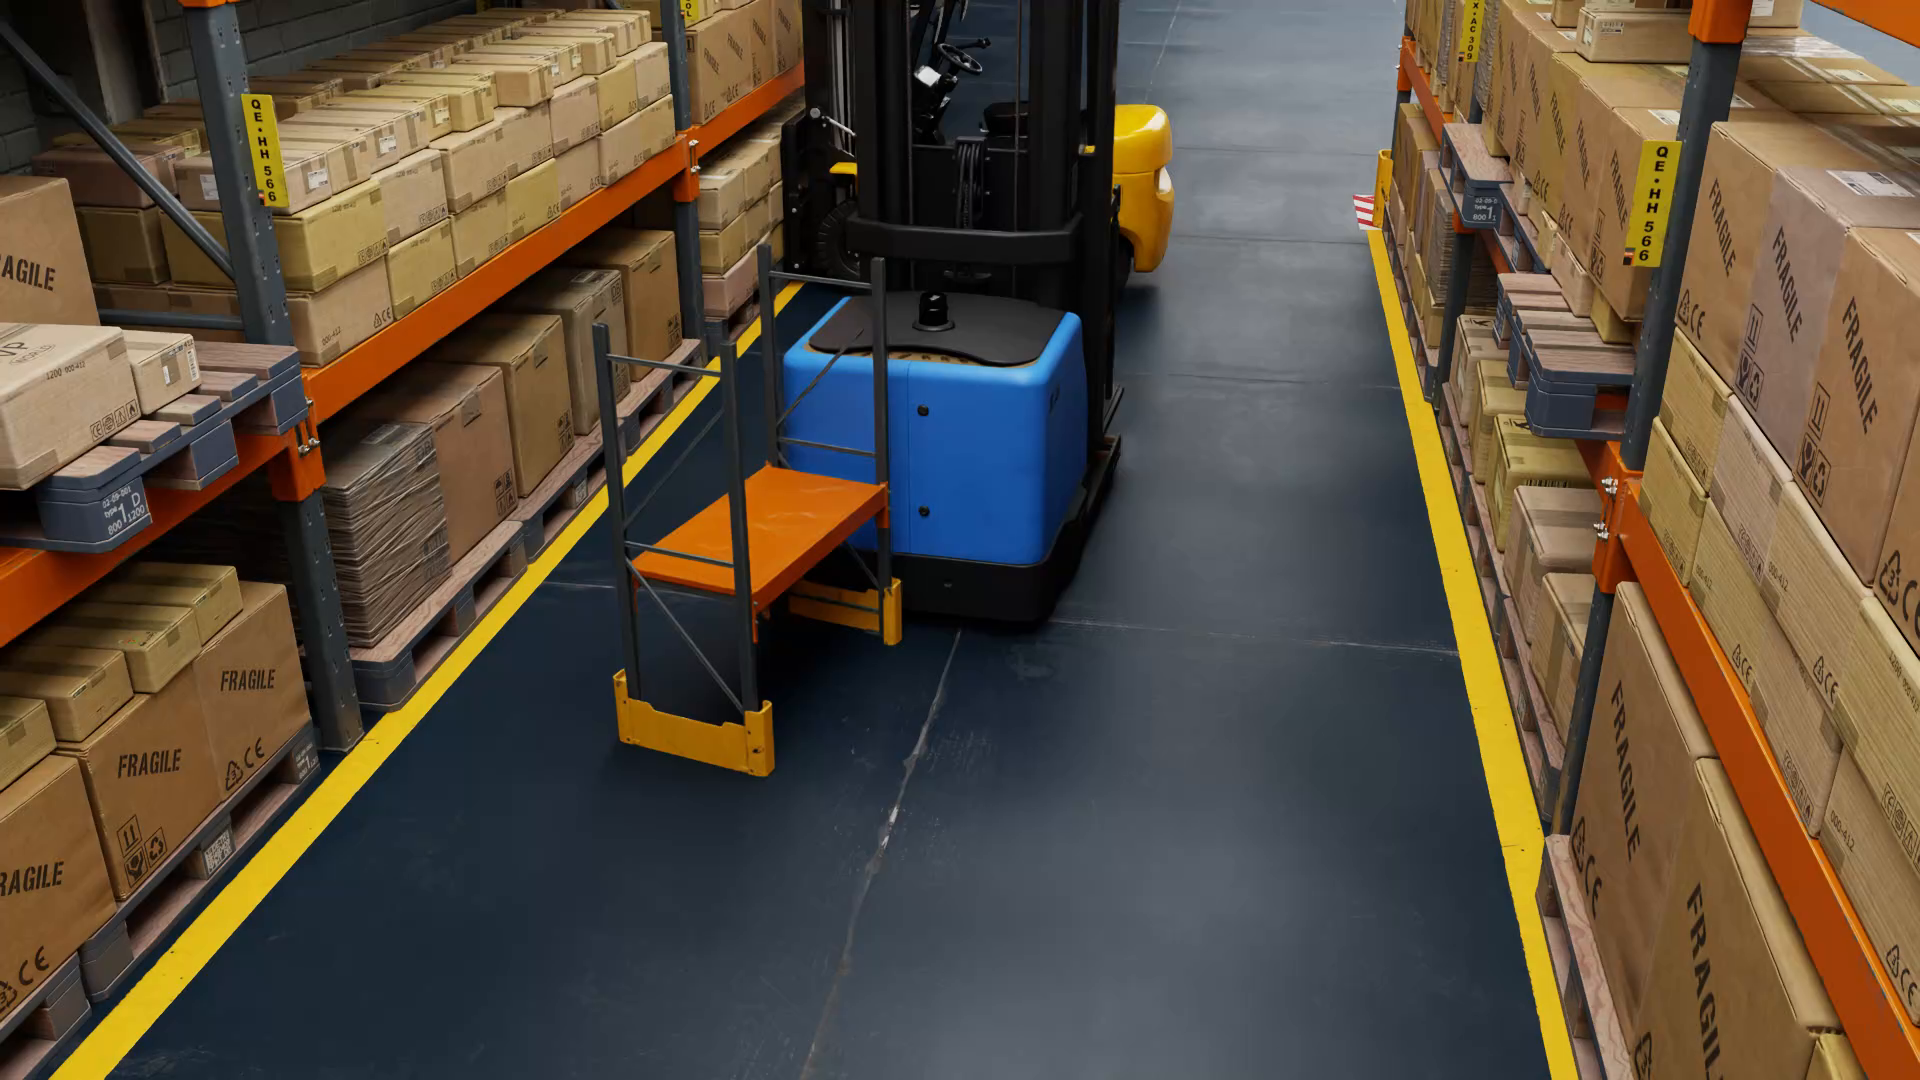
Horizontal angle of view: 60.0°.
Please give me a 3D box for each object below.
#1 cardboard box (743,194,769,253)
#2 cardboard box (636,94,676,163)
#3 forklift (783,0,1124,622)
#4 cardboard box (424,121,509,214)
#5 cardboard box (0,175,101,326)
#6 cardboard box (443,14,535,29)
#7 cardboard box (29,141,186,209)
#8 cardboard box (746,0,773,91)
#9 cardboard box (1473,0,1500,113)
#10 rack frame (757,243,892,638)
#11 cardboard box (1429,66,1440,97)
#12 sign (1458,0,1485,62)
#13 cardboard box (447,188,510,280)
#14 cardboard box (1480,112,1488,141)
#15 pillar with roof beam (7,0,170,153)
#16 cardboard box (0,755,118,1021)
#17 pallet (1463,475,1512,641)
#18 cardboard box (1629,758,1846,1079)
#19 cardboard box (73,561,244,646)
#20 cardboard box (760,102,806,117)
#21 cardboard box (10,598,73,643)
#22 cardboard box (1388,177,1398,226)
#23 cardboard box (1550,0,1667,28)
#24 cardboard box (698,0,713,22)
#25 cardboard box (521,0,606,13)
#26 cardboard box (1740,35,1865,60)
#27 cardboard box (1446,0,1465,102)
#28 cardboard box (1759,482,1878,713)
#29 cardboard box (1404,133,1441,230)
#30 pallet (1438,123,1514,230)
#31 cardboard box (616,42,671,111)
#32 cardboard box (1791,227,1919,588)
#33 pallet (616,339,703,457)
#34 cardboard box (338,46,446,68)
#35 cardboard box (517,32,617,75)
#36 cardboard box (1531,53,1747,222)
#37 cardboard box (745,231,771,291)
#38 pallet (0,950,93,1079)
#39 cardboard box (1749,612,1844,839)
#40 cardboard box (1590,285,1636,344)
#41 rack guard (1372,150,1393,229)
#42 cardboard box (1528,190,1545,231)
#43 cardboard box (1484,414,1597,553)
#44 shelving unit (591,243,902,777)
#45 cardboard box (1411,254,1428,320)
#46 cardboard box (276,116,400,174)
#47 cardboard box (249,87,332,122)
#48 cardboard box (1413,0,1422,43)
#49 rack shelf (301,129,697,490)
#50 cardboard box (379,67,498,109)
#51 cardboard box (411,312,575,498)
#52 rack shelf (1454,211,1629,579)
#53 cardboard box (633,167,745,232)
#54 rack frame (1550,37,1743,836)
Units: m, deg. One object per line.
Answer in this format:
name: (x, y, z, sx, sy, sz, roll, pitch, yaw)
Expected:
cardboard box: (-1.457, -1.920, 9.973, 0.500, 0.250, 0.500, 4, 25, 8)
cardboard box: (-1.745, -2.061, 8.291, 0.500, 0.250, 0.500, 5, 25, 10)
forklift: (0.155, -1.612, 7.236, 1.130, 2.935, 3.031, 6, 26, 12)
cardboard box: (-2.075, -1.439, 6.372, 0.500, 0.250, 0.500, 3, 25, 7)
cardboard box: (-2.813, -0.715, 4.627, 0.500, 0.500, 0.500, 5, 26, 11)
cardboard box: (-2.285, -2.456, 8.075, 0.380, 0.149, 0.250, 3, 25, 7)
cardboard box: (-2.721, -1.174, 5.336, 0.380, 0.149, 0.250, 5, 26, 10)
cardboard box: (-1.440, -3.001, 10.005, 0.500, 0.500, 0.500, 4, 25, 8)
cardboard box: (2.617, -2.209, 7.467, 0.500, 0.500, 0.500, 5, 25, 10)
rack frame: (-0.495, -0.343, 6.214, 0.500, 1.500, 0.032, 11, 27, 21)
cardboard box: (2.969, -2.697, 9.770, 0.380, 0.149, 0.250, 4, 25, 9)
sign: (2.440, -2.442, 7.907, 0.100, 0.325, 0.005, 4, 25, 9)
cardboard box: (-2.097, -1.211, 6.476, 0.500, 0.250, 0.500, 3, 25, 7)
cardboard box: (2.575, -1.882, 7.534, 0.380, 0.149, 0.250, 4, 25, 9)
pillar with roof beam: (0.997, -3.711, 4.563, 9.100, 9.000, 0.400, 4, 25, 9)
cardboard box: (-2.607, 0.877, 4.292, 0.500, 0.500, 0.500, 5, 26, 11)
pallet: (2.654, 0.085, 6.819, 1.003, 0.211, 1.213, 4, 25, 9)
cardboard box: (1.978, 1.086, 3.403, 0.875, 0.875, 0.875, 4, 25, 9)
cardboard box: (-2.405, 0.188, 4.999, 0.380, 0.149, 0.250, 3, 25, 6)
cardboard box: (-1.185, -2.788, 11.237, 0.500, 0.250, 0.500, 4, 25, 9)
cardboard box: (-2.920, 0.414, 5.280, 0.500, 0.500, 0.500, 5, 26, 10)
cardboard box: (3.226, -2.315, 11.405, 0.500, 0.250, 0.500, 4, 25, 8)
cardboard box: (2.475, -2.045, 6.352, 0.380, 0.149, 0.250, 5, 26, 11)
cardboard box: (-1.568, -2.920, 9.067, 0.380, 0.149, 0.250, 5, 25, 10)
cardboard box: (-2.122, -2.849, 8.915, 0.380, 0.149, 0.250, 4, 25, 8)
cardboard box: (2.873, -1.534, 6.025, 0.500, 0.500, 0.500, 3, 25, 7)
cardboard box: (2.881, -2.614, 8.827, 0.500, 0.500, 0.500, 5, 26, 10)
cardboard box: (1.817, 0.118, 3.047, 0.500, 0.250, 0.500, 4, 25, 8)
cardboard box: (3.051, -2.216, 10.310, 0.500, 0.500, 0.500, 5, 25, 10)
pallet: (2.708, -1.619, 7.396, 1.003, 0.211, 1.213, 4, 25, 9)
cardboard box: (-1.749, -2.293, 8.197, 0.500, 0.250, 0.500, 3, 25, 7)
cardboard box: (1.830, -0.227, 2.900, 0.500, 0.500, 0.500, 5, 25, 10)
pallet: (-2.003, -0.784, 8.675, 1.003, 0.211, 1.213, 4, 25, 9)
cardboard box: (-2.450, -2.035, 7.176, 0.380, 0.149, 0.250, 4, 25, 8)
cardboard box: (-1.786, -2.211, 7.552, 0.380, 0.149, 0.250, 3, 25, 7)
cardboard box: (2.278, -1.350, 5.631, 0.500, 0.500, 0.500, 2, 25, 5)
cardboard box: (-1.447, -1.695, 10.081, 0.500, 0.250, 0.500, 3, 25, 7)
pallet: (-2.936, 1.397, 4.017, 1.003, 0.211, 1.213, 4, 25, 9)
cardboard box: (1.837, 0.348, 3.145, 0.500, 0.250, 0.500, 5, 26, 10)
cardboard box: (2.117, -0.689, 4.985, 0.380, 0.149, 0.250, 4, 25, 9)
rack guard: (3.618, -2.524, 12.053, 1.175, 0.500, 0.348, 4, 25, 9)
cardboard box: (2.320, -1.225, 6.131, 0.380, 0.149, 0.250, 3, 25, 7)
cardboard box: (2.667, -0.204, 6.751, 0.950, 0.372, 0.625, 5, 26, 10)
shelving unit: (-0.703, -0.142, 5.785, 0.587, 1.500, 1.083, 11, 27, 21)
cardboard box: (2.885, -1.449, 9.556, 0.500, 0.250, 0.500, 3, 25, 7)
cardboard box: (-2.173, -1.357, 5.729, 0.380, 0.149, 0.250, 5, 25, 10)
cardboard box: (-2.595, -1.606, 6.260, 0.380, 0.149, 0.250, 4, 25, 8)
cardboard box: (3.198, -3.472, 10.661, 0.500, 0.500, 0.500, 5, 26, 10)
rack shelf: (-2.248, -1.195, 7.114, 1.077, 0.370, 4.000, 4, 25, 9)
cardboard box: (-2.084, -1.792, 6.658, 0.380, 0.149, 0.250, 4, 25, 9)
cardboard box: (-2.250, -0.614, 7.330, 0.875, 0.625, 0.625, 3, 25, 6)
rack shelf: (2.650, -0.853, 6.382, 1.077, 0.370, 4.000, 4, 25, 9)
cardboard box: (-1.532, -1.936, 9.416, 0.500, 0.250, 0.500, 4, 25, 8)
rack frame: (2.323, -0.342, 4.443, 1.000, 3.000, 0.127, 4, 25, 9)
